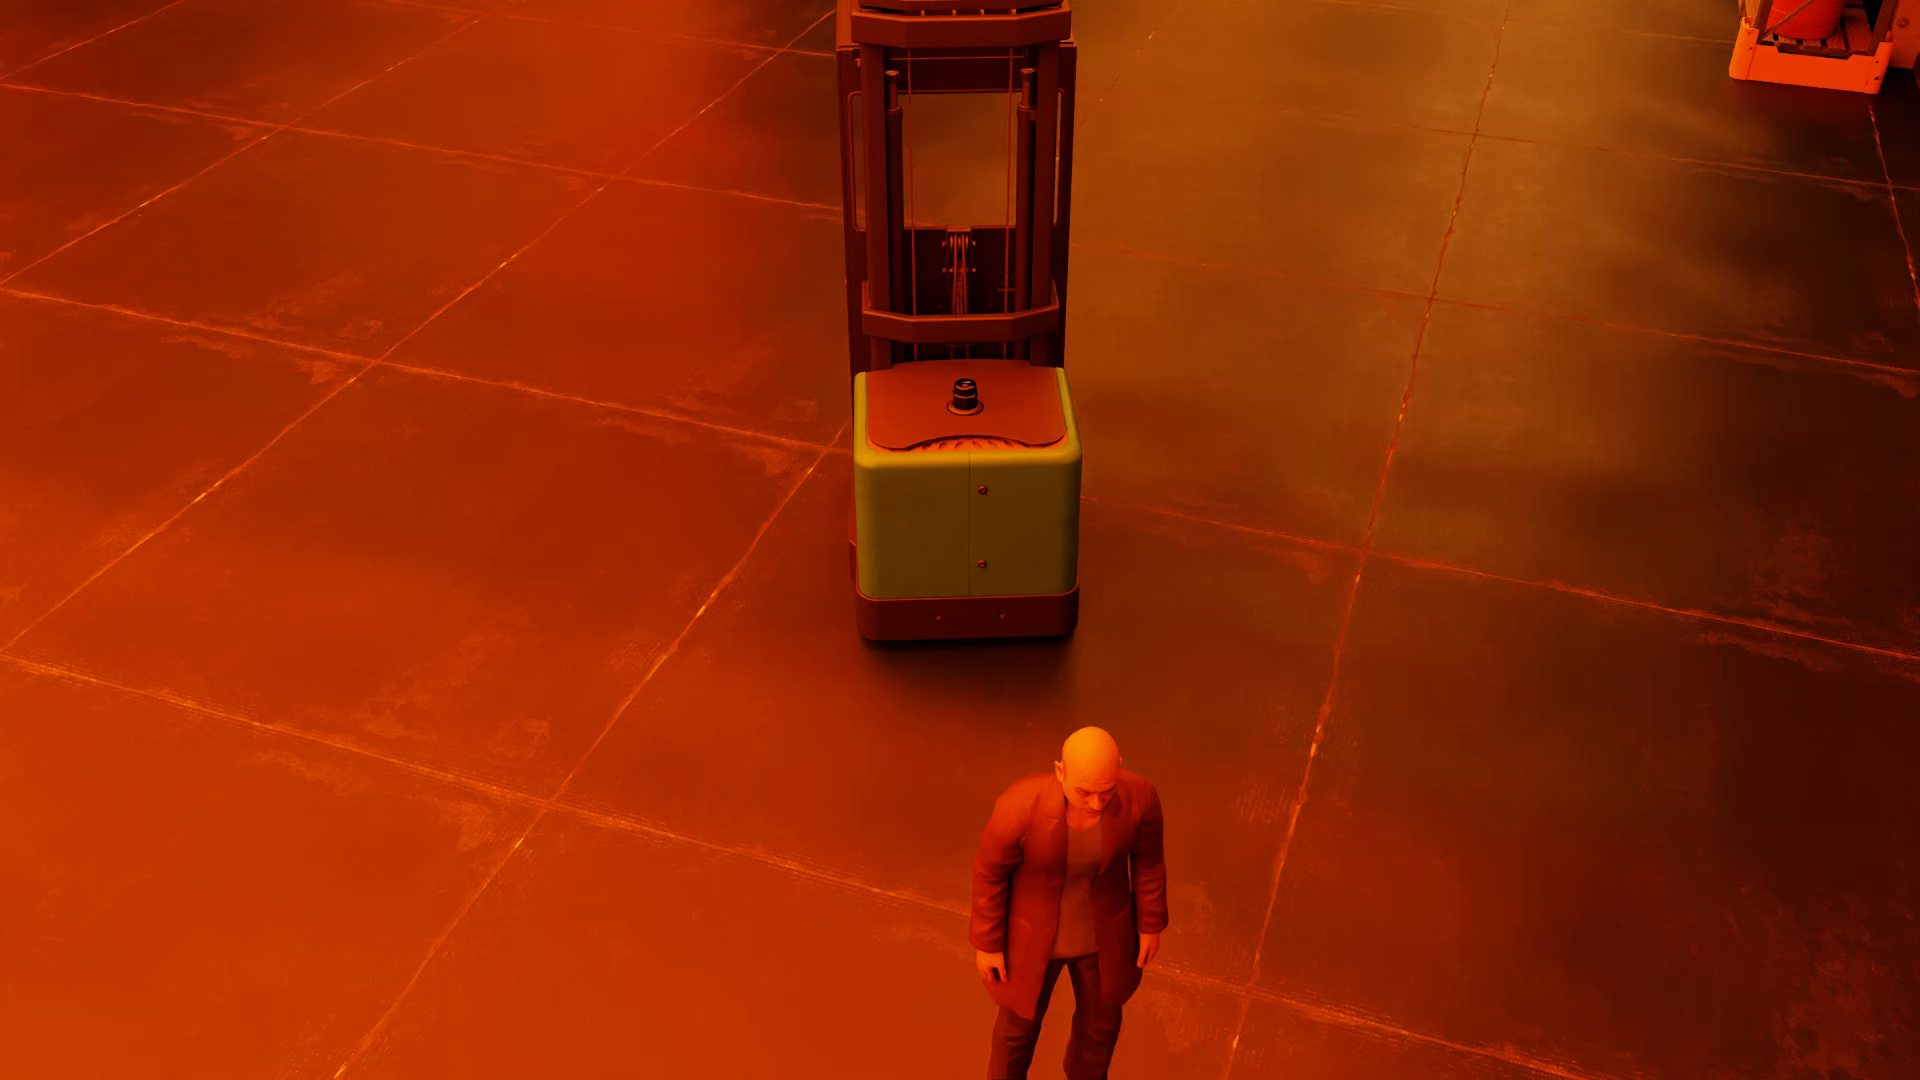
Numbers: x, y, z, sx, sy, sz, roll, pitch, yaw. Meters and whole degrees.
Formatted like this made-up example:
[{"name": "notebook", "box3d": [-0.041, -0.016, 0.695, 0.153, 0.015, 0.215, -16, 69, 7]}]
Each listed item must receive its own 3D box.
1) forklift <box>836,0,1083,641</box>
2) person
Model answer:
[{"name": "forklift", "box3d": [-0.029, -1.547, 8.293, 1.130, 2.935, 3.031, -2, 35, -2]}, {"name": "person", "box3d": [0.351, 1.265, 5.328, 0.651, 1.773, 0.435, -4, 36, -6]}]
